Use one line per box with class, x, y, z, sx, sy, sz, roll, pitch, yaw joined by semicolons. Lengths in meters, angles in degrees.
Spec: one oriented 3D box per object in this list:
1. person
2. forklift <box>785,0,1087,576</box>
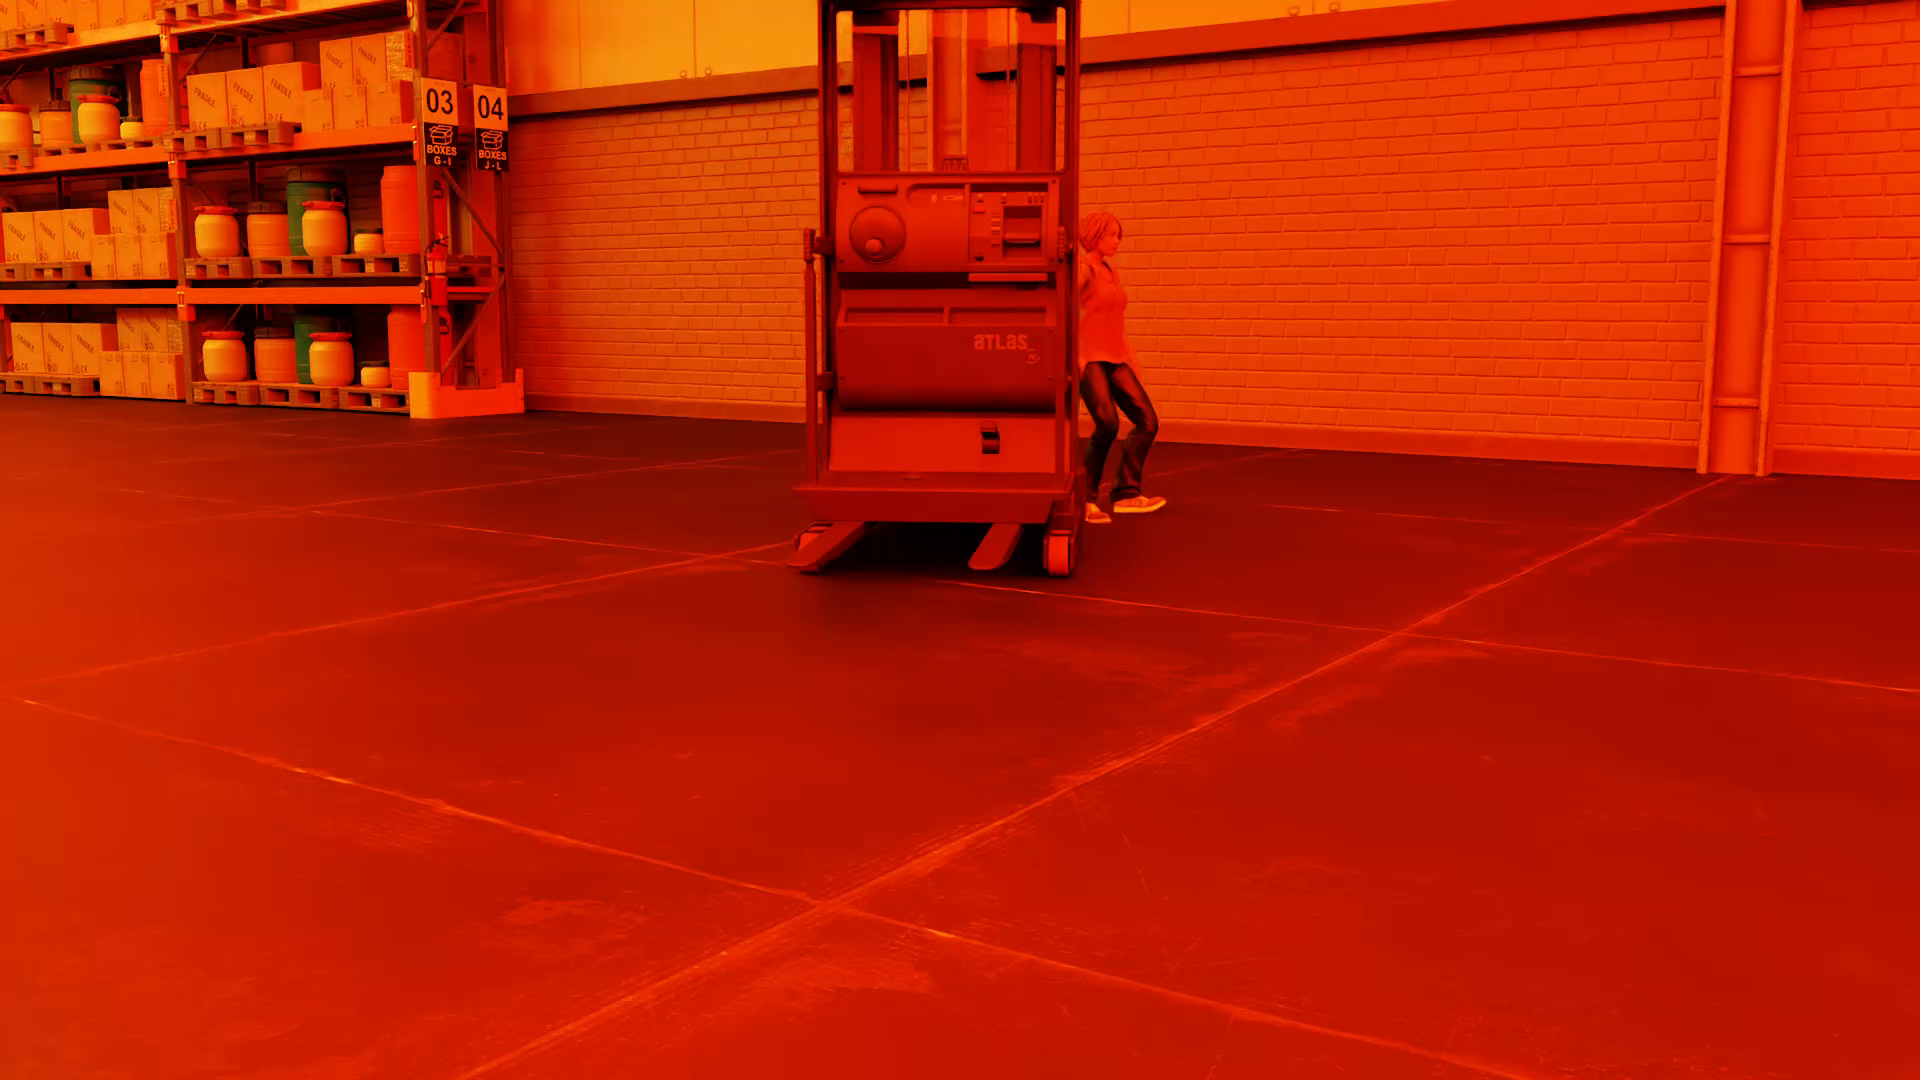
person;0.750;-0.873;8.373;0.454;1.545;0.693;6;10;37
forklift;-0.072;-1.355;6.722;1.130;2.935;3.031;1;8;6
